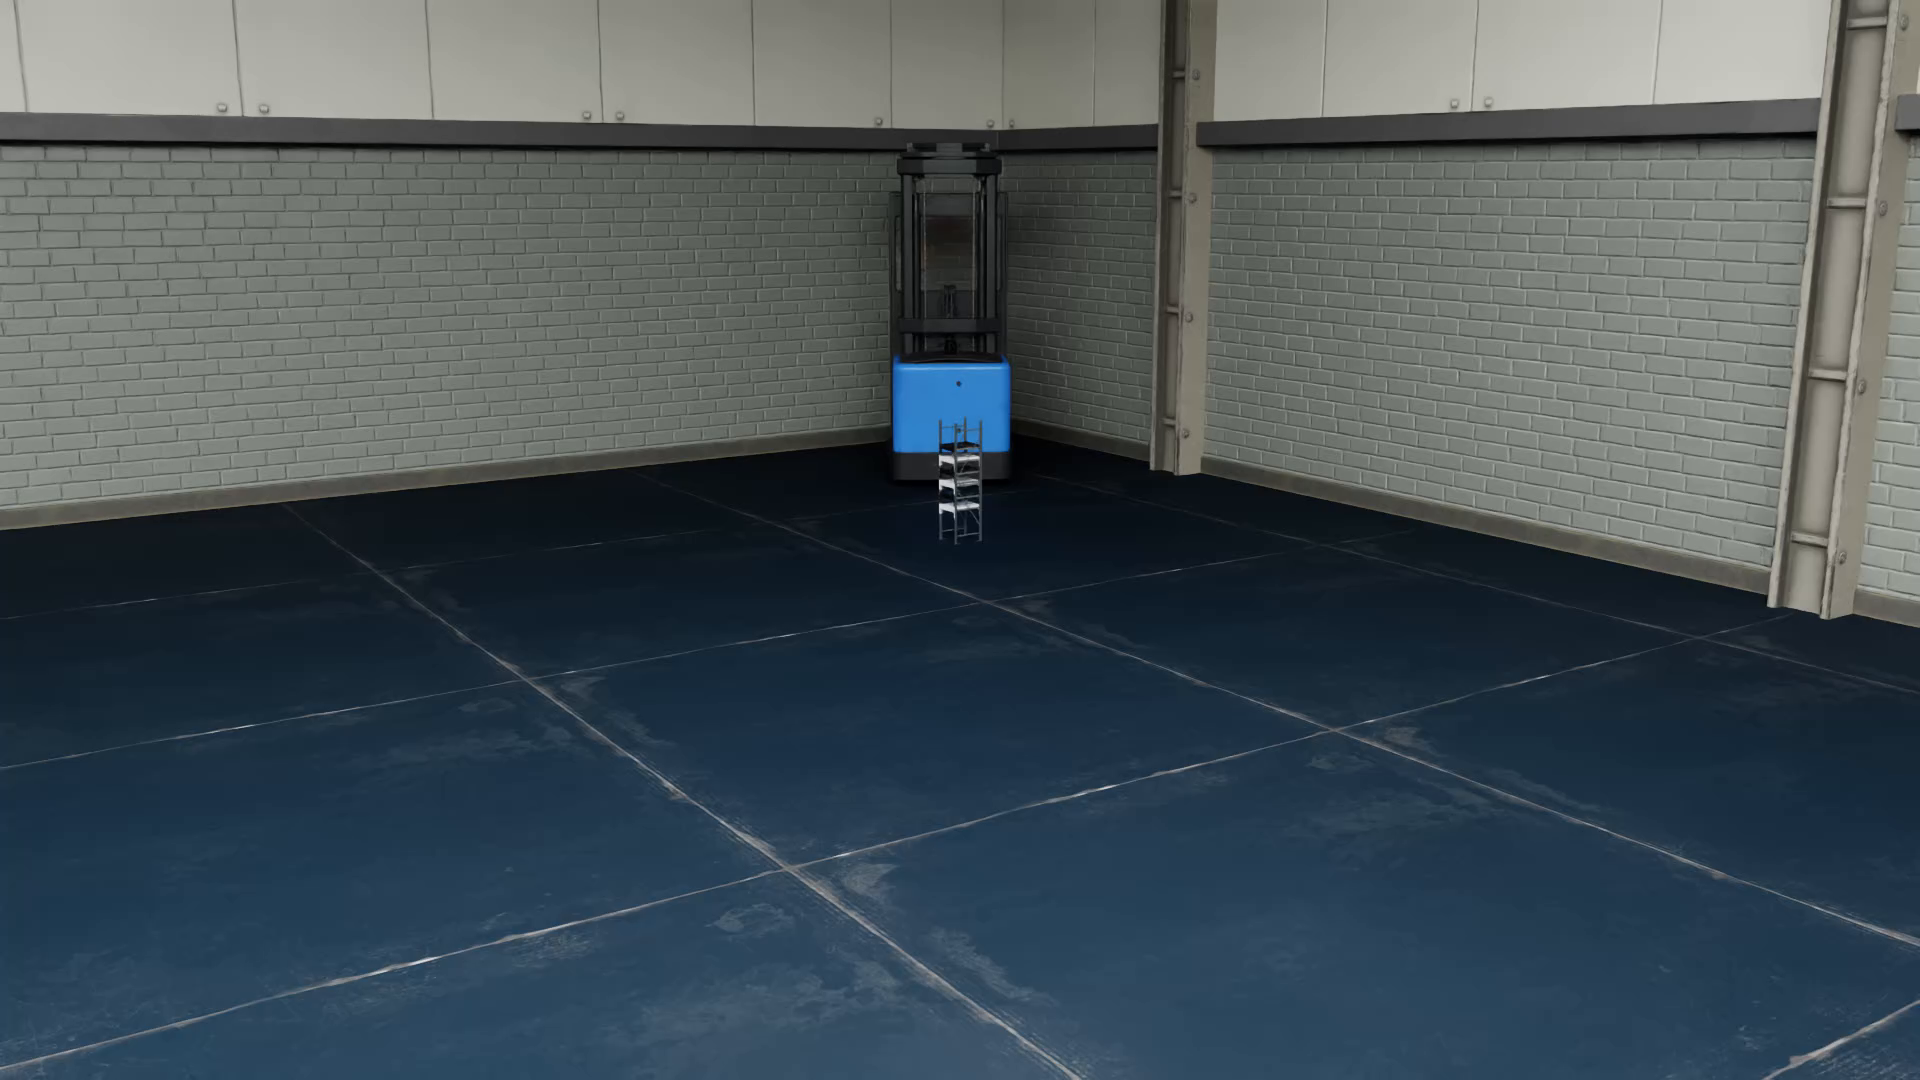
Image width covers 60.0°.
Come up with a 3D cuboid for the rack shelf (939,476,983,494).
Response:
[{"bbox_3d":[0.004,-0.406,12.266,0.258,0.077,0.200,-8,15,-33],"label":"rack shelf"}]

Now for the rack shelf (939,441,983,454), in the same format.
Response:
[{"bbox_3d":[0.004,-0.669,12.208,0.258,0.077,0.200,-8,15,-33],"label":"rack shelf"}]

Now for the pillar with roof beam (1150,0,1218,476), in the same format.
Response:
[{"bbox_3d":[-1.601,-4.520,11.967,9.100,9.000,0.400,-8,15,-33],"label":"pillar with roof beam"}]

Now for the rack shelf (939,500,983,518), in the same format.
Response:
[{"bbox_3d":[0.004,-0.230,12.305,0.258,0.077,0.200,-8,15,-33],"label":"rack shelf"}]

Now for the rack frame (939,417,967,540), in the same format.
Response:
[{"bbox_3d":[-0.052,-0.456,12.342,0.240,0.900,0.006,-8,15,-33],"label":"rack frame"}]

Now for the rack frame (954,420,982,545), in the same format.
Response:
[{"bbox_3d":[0.061,-0.420,12.176,0.240,0.900,0.006,-8,15,-33],"label":"rack frame"}]

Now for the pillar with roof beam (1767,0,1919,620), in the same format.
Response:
[{"bbox_3d":[1.723,-3.453,7.087,9.100,9.000,0.400,-8,15,-33],"label":"pillar with roof beam"}]

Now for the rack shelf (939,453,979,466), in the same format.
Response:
[{"bbox_3d":[0.004,-0.581,12.228,0.258,0.077,0.200,-8,15,-33],"label":"rack shelf"}]

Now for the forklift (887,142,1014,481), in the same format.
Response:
[{"bbox_3d":[-0.116,-2.207,15.594,1.130,2.935,3.031,0,12,-2],"label":"forklift"}]

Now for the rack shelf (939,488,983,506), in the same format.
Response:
[{"bbox_3d":[0.004,-0.318,12.285,0.258,0.077,0.200,-8,15,-33],"label":"rack shelf"}]

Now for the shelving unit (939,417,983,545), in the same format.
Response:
[{"bbox_3d":[0.004,-0.438,12.259,0.258,0.900,0.210,-8,15,-33],"label":"shelving unit"}]

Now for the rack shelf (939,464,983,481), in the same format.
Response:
[{"bbox_3d":[0.004,-0.494,12.247,0.258,0.077,0.200,-8,15,-33],"label":"rack shelf"}]
